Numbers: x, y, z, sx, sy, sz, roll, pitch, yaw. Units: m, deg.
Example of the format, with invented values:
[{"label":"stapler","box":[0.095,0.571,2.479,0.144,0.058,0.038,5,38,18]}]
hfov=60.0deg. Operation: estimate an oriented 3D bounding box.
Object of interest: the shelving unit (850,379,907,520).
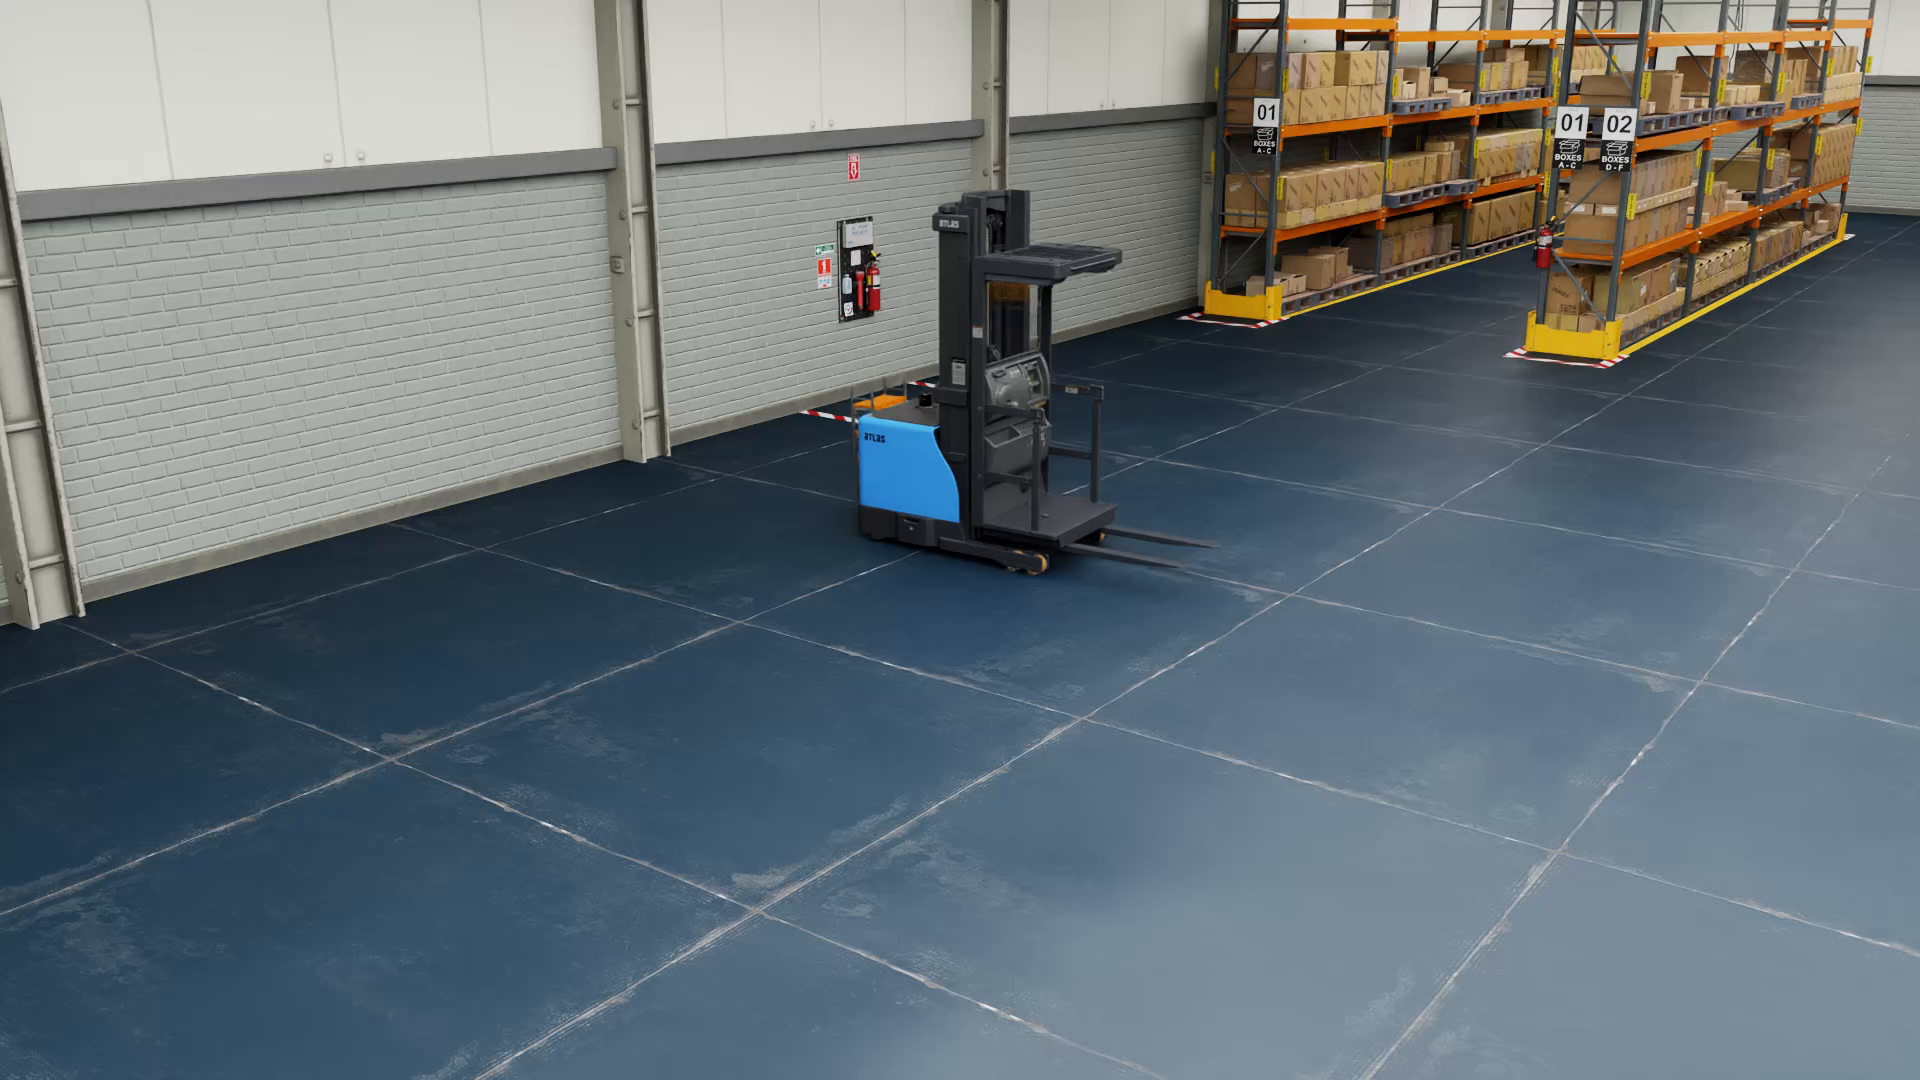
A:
[{"label":"shelving unit","box":[-0.693,-0.787,14.736,0.258,1.200,0.503,8,19,33]}]

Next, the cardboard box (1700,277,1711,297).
[{"label":"cardboard box","box":[11.337,-3.958,25.860,0.500,0.250,0.500,13,22,36]}]

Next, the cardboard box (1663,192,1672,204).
[{"label":"cardboard box","box":[9.844,-4.850,23.541,0.380,0.149,0.250,13,22,36]}]

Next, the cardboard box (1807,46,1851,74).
[{"label":"cardboard box","box":[16.871,-9.345,32.368,0.700,0.500,0.500,12,21,35]}]

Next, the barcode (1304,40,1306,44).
[{"label":"barcode","box":[5.438,-7.856,26.223,0.001,0.075,0.075,12,21,35]}]

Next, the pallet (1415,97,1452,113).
[{"label":"pallet","box":[7.680,-7.490,28.564,1.213,0.211,1.003,12,21,35]}]

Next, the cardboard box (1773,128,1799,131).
[{"label":"cardboard box","box":[15.755,-7.616,31.857,0.500,0.500,0.500,12,21,34]}]

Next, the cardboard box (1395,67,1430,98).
[{"label":"cardboard box","box":[7.736,-7.862,28.569,0.500,0.500,0.500,12,21,33]}]

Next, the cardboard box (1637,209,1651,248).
[{"label":"cardboard box","box":[9.107,-4.344,23.006,0.700,0.500,0.500,13,21,35]}]

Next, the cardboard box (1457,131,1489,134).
[{"label":"cardboard box","box":[9.980,-7.801,32.339,0.500,0.250,0.500,12,21,33]}]

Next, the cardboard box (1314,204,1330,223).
[{"label":"cardboard box","box":[5.380,-5.063,25.710,0.500,0.250,0.500,12,21,34]}]

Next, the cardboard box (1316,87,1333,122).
[{"label":"cardboard box","box":[5.283,-6.590,25.147,0.500,0.500,0.500,14,22,37]}]

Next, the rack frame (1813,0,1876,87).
[{"label":"rack frame","box":[17.742,-10.620,33.269,1.000,3.000,0.127,12,21,35]}]

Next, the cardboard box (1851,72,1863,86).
[{"label":"cardboard box","box":[17.641,-9.187,33.123,0.500,0.250,0.500,12,21,35]}]

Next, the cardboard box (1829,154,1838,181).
[{"label":"cardboard box","box":[16.786,-7.286,32.480,0.500,0.500,0.500,12,21,34]}]

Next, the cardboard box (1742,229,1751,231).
[{"label":"cardboard box","box":[13.961,-5.380,29.982,0.500,0.500,0.500,11,21,33]}]

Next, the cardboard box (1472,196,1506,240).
[{"label":"cardboard box","box":[10.066,-6.258,32.253,0.750,0.750,0.750,12,21,34]}]

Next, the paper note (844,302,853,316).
[{"label":"paper note","box":[-1.288,-2.677,19.291,0.016,0.148,0.142,12,21,35]}]

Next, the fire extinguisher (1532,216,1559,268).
[{"label":"fire extinguisher","box":[7.765,-3.961,22.072,0.296,0.674,0.183,12,21,35]}]

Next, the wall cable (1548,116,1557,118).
[{"label":"wall cable","box":[13.765,-9.587,38.344,0.084,1.984,1.851,12,21,35]}]

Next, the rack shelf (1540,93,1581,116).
[{"label":"rack shelf","box":[12.570,-9.242,35.103,1.077,0.370,4.000,12,21,35]}]

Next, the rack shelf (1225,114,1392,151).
[{"label":"rack shelf","box":[5.420,-6.384,25.899,1.077,0.370,4.000,12,21,35]}]

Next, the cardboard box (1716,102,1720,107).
[{"label":"cardboard box","box":[11.292,-6.735,25.360,0.500,0.250,0.500,10,20,29]}]

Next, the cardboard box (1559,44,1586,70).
[{"label":"cardboard box","box":[12.620,-10.007,34.463,0.500,0.500,0.500,13,21,35]}]

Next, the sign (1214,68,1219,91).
[{"label":"sign","box":[3.794,-6.777,24.458,0.100,0.325,0.005,12,21,35]}]

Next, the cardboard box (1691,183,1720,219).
[{"label":"cardboard box","box":[11.675,-5.370,26.308,0.500,0.500,0.500,12,21,35]}]

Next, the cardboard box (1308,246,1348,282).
[{"label":"cardboard box","box":[6.025,-4.533,27.258,0.500,0.500,0.500,11,20,31]}]

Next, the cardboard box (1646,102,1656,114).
[{"label":"cardboard box","box":[9.051,-5.773,22.199,0.380,0.149,0.250,12,21,35]}]

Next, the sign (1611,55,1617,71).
[{"label":"sign","box":[14.189,-10.348,36.091,0.100,0.325,0.005,12,21,35]}]

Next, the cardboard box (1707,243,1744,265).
[{"label":"cardboard box","box":[12.557,-4.712,27.341,0.500,0.311,0.500,12,21,34]}]

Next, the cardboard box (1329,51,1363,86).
[{"label":"cardboard box","box":[5.910,-7.313,25.789,0.500,0.500,0.500,12,21,33]}]

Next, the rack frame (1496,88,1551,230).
[{"label":"rack frame","box":[11.378,-7.677,33.907,1.000,3.000,0.127,12,21,35]}]

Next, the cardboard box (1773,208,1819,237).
[{"label":"cardboard box","box":[16.474,-6.269,32.840,0.797,0.503,0.637,12,21,35]}]

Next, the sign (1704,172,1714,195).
[{"label":"sign","box":[11.039,-5.250,24.500,0.100,0.325,0.005,12,21,35]}]

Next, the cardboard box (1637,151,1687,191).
[{"label":"cardboard box","box":[10.033,-5.337,24.016,0.700,0.500,0.500,12,21,35]}]

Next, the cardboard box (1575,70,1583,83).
[{"label":"cardboard box","box":[12.617,-9.646,34.567,0.500,0.250,0.500,12,21,33]}]

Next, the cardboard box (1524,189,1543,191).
[{"label":"cardboard box","box":[12.129,-7.343,35.244,0.380,0.149,0.250,12,21,33]}]

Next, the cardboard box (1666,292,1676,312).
[{"label":"cardboard box","box":[10.186,-3.518,24.443,0.500,0.250,0.500,12,21,35]}]

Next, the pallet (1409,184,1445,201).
[{"label":"pallet","box":[7.848,-6.154,29.326,1.003,0.211,1.213,12,21,35]}]

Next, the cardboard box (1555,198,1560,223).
[{"label":"cardboard box","box":[12.208,-6.963,35.114,0.700,0.500,0.500,12,21,34]}]

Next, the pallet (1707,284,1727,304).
[{"label":"pallet","box":[11.726,-4.039,26.896,1.003,0.211,1.213,12,21,35]}]

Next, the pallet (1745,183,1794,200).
[{"label":"pallet","box":[14.131,-6.222,29.546,1.003,0.211,1.213,12,21,35]}]

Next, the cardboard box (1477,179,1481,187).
[{"label":"cardboard box","box":[9.534,-6.710,31.182,0.380,0.149,0.250,13,21,35]}]

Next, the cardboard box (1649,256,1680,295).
[{"label":"cardboard box","box":[10.184,-3.876,24.332,0.500,0.500,0.500,12,21,35]}]

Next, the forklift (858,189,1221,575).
[{"label":"forklift","box":[0.644,-1.298,13.482,3.031,2.935,1.130,11,20,31]}]

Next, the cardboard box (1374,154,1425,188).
[{"label":"cardboard box","box":[7.648,-6.439,29.009,0.700,0.500,0.500,16,24,42]}]

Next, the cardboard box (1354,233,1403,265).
[{"label":"cardboard box","box":[7.304,-5.098,29.075,0.700,0.500,0.500,12,21,34]}]

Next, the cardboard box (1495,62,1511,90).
[{"label":"cardboard box","box":[10.136,-8.925,31.958,0.700,0.500,0.500,12,21,35]}]

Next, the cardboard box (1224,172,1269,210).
[{"label":"cardboard box","box":[4.338,-5.265,25.094,0.500,0.500,0.500,12,21,34]}]

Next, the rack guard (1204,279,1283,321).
[{"label":"rack guard","box":[4.274,-3.643,25.132,1.175,0.500,0.348,12,21,35]}]

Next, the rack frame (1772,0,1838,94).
[{"label":"rack frame","box":[15.359,-9.667,30.201,1.000,3.000,0.127,12,21,35]}]

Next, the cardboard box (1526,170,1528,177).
[{"label":"cardboard box","box":[11.082,-7.318,33.141,0.380,0.149,0.250,13,22,36]}]

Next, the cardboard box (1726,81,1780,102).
[{"label":"cardboard box","box":[13.208,-7.440,27.917,0.910,0.500,0.500,12,21,35]}]

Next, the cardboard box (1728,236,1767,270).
[{"label":"cardboard box","box":[13.476,-4.924,28.515,0.500,0.500,0.500,14,22,37]}]
